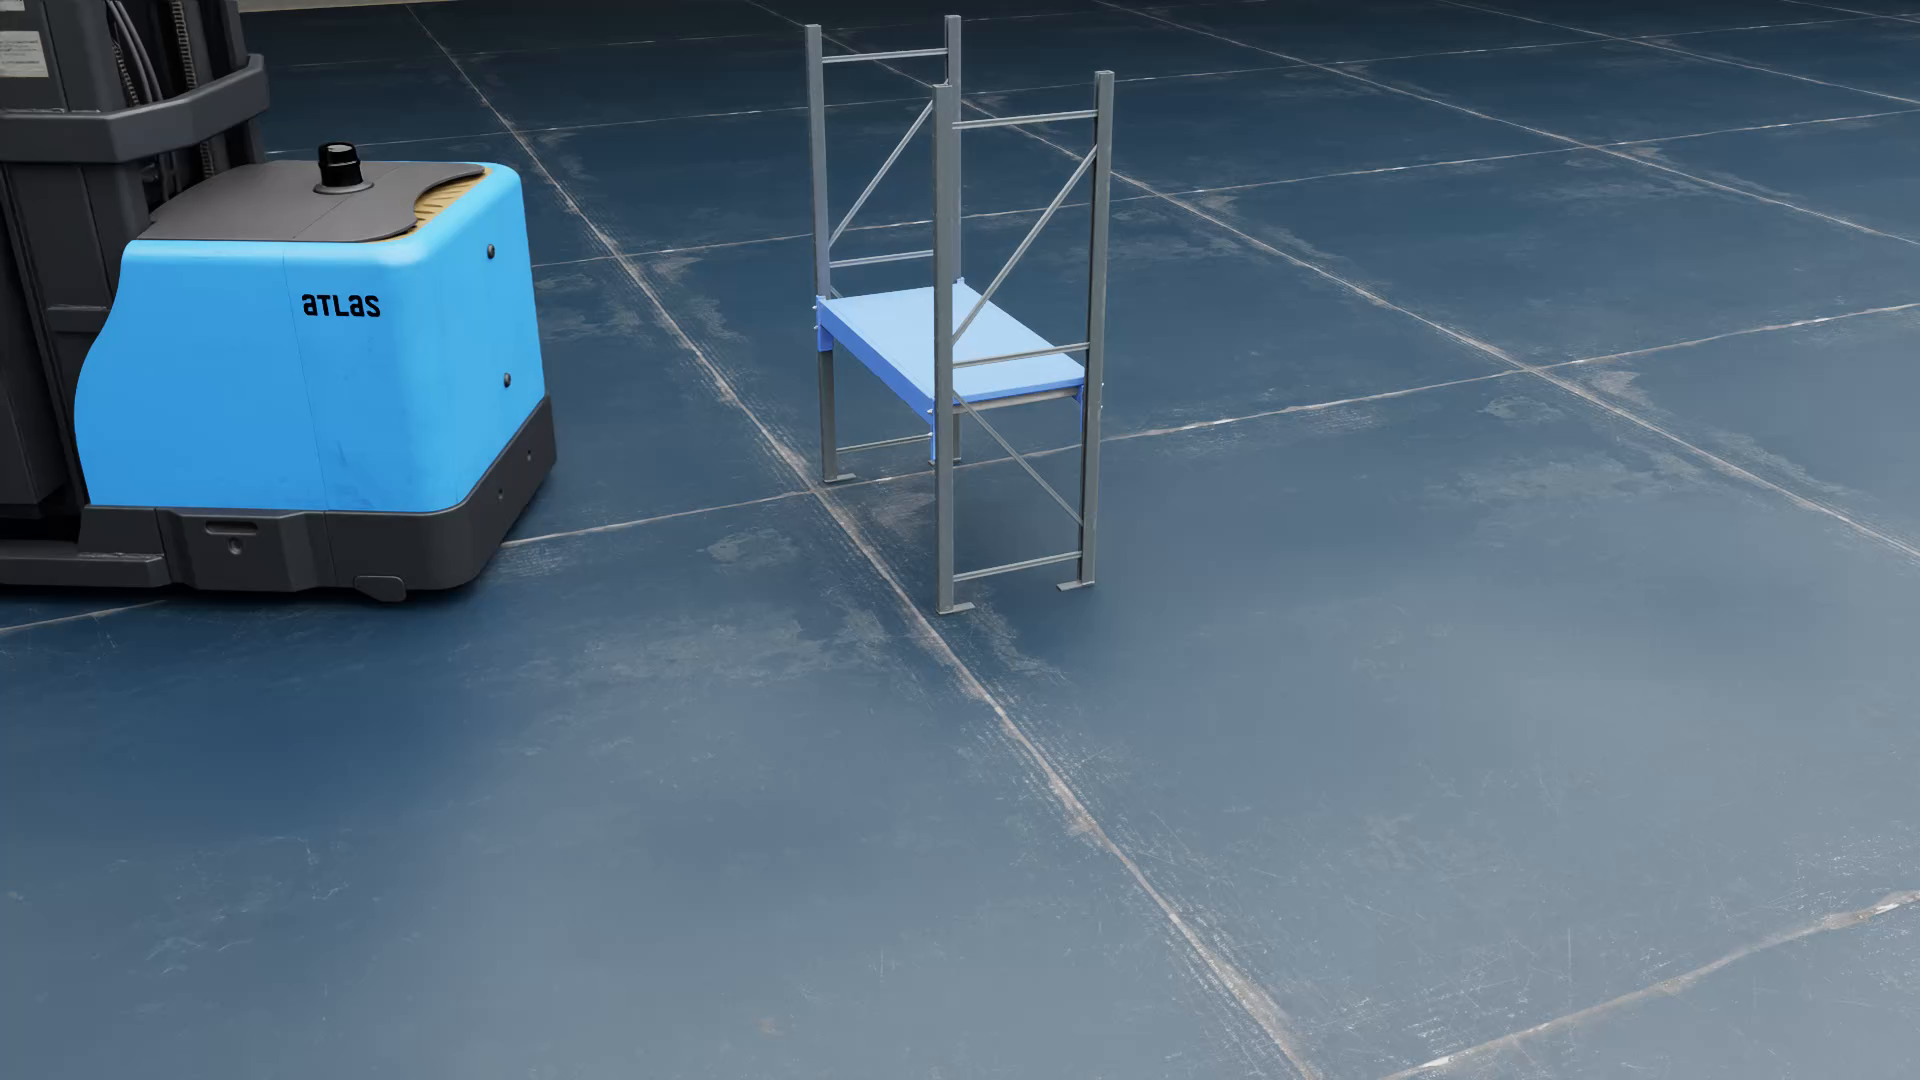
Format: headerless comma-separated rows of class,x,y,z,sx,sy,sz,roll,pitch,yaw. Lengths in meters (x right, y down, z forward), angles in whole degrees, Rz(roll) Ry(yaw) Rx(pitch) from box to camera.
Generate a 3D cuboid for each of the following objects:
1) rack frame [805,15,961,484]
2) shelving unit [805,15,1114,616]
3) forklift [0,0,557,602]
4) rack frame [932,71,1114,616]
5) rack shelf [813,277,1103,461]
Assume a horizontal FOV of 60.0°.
rack frame,-0.233,-0.914,5.412,0.500,1.500,0.032,-11,28,-21
shelving unit,-0.033,-0.708,4.991,0.538,1.500,1.048,-11,28,-21
forklift,-2.903,-1.372,4.719,3.031,2.935,1.130,1,26,3
rack frame,0.166,-0.503,4.571,0.500,1.500,0.032,-11,28,-21
rack shelf,-0.033,-0.547,5.070,0.538,0.185,1.000,-11,28,-21
